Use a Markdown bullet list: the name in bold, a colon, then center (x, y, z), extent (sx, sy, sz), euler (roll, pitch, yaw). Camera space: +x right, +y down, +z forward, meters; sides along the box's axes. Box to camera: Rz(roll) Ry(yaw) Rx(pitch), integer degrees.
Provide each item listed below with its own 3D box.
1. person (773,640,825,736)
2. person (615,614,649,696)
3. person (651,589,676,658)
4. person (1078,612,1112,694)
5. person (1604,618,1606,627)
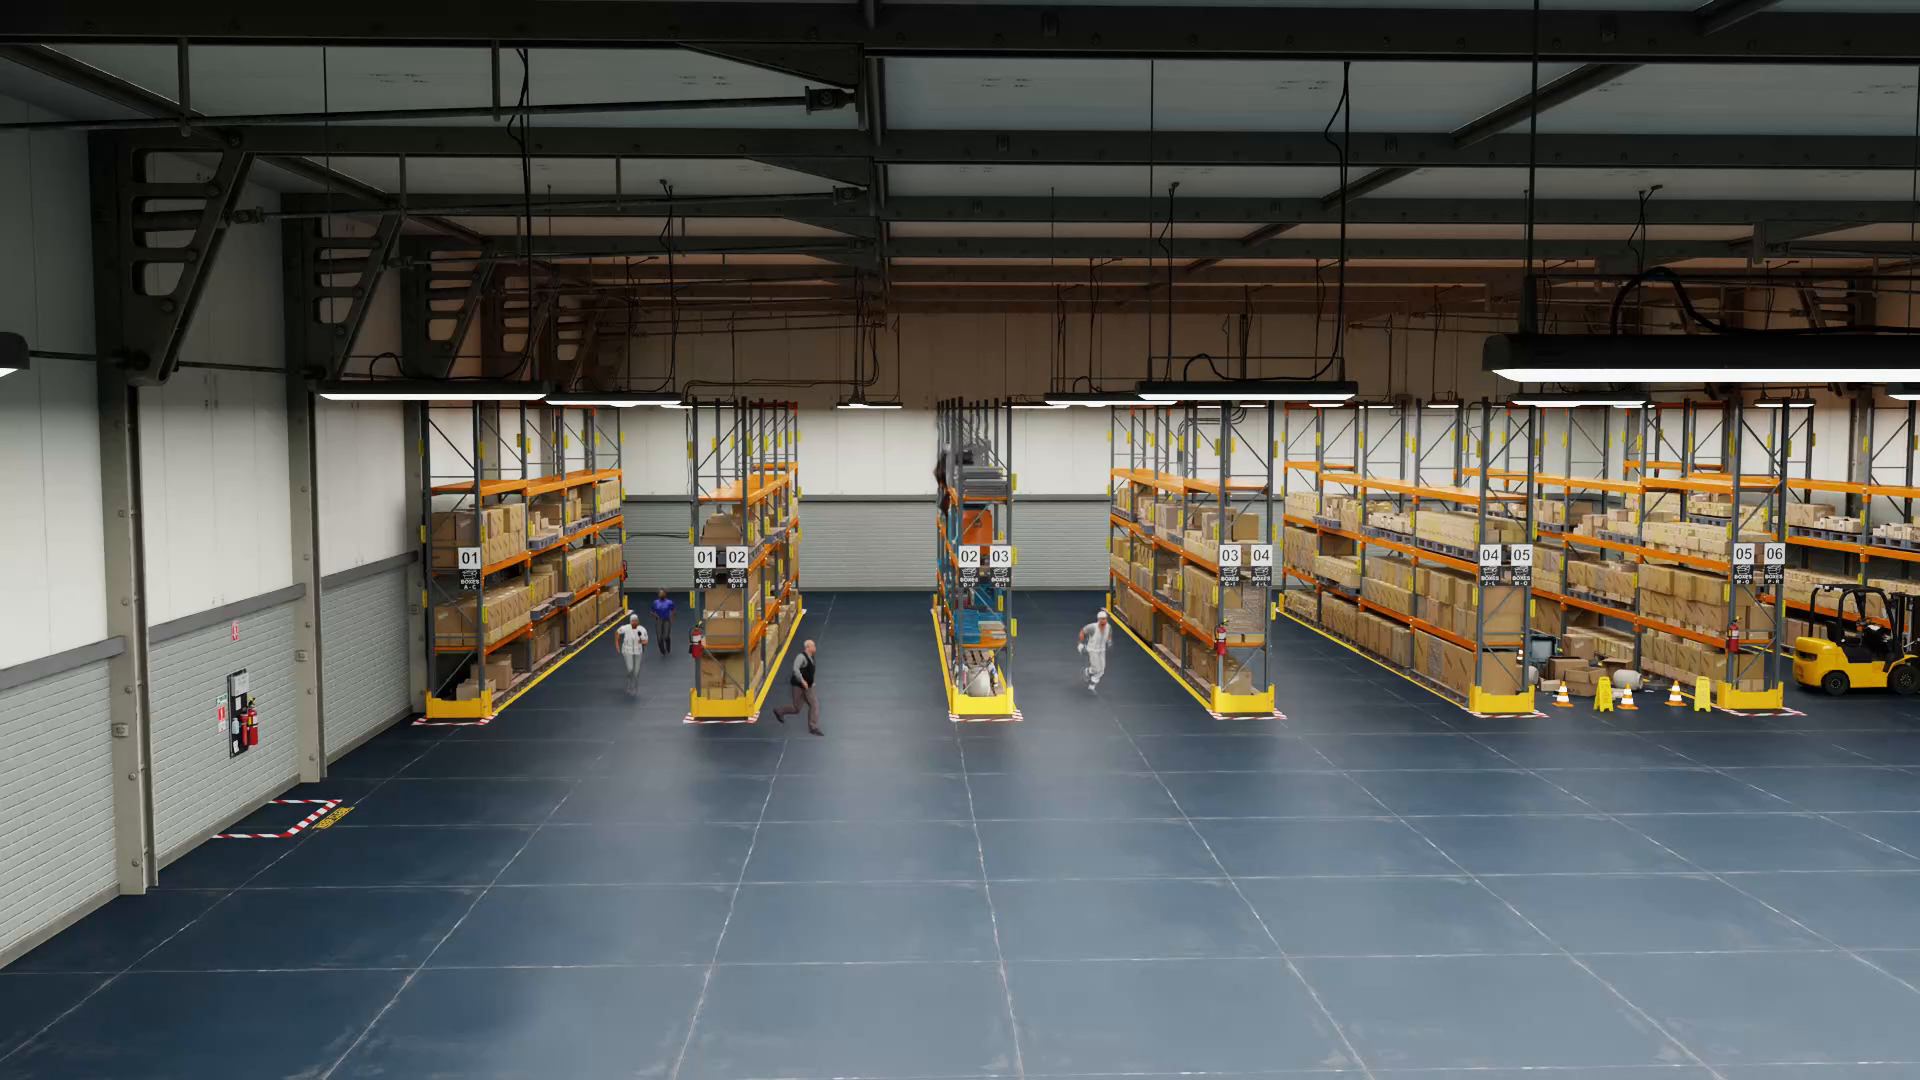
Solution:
- **person**: center (-2.846, 2.617, 29.514), extent (0.999, 1.714, 0.659), euler (2, 5, 23)
- **person**: center (-6.604, 2.309, 33.527), extent (0.631, 1.654, 0.790), euler (-2, 5, -19)
- **person**: center (-6.886, 1.944, 38.578), extent (0.569, 1.617, 0.554), euler (0, 4, -5)
- **person**: center (2.777, 2.251, 33.686), extent (0.652, 1.647, 0.744), euler (-3, 5, -32)
- **person**: center (16.346, 1.602, 42.640), extent (0.519, 1.710, 0.790), euler (0, 4, -3)
